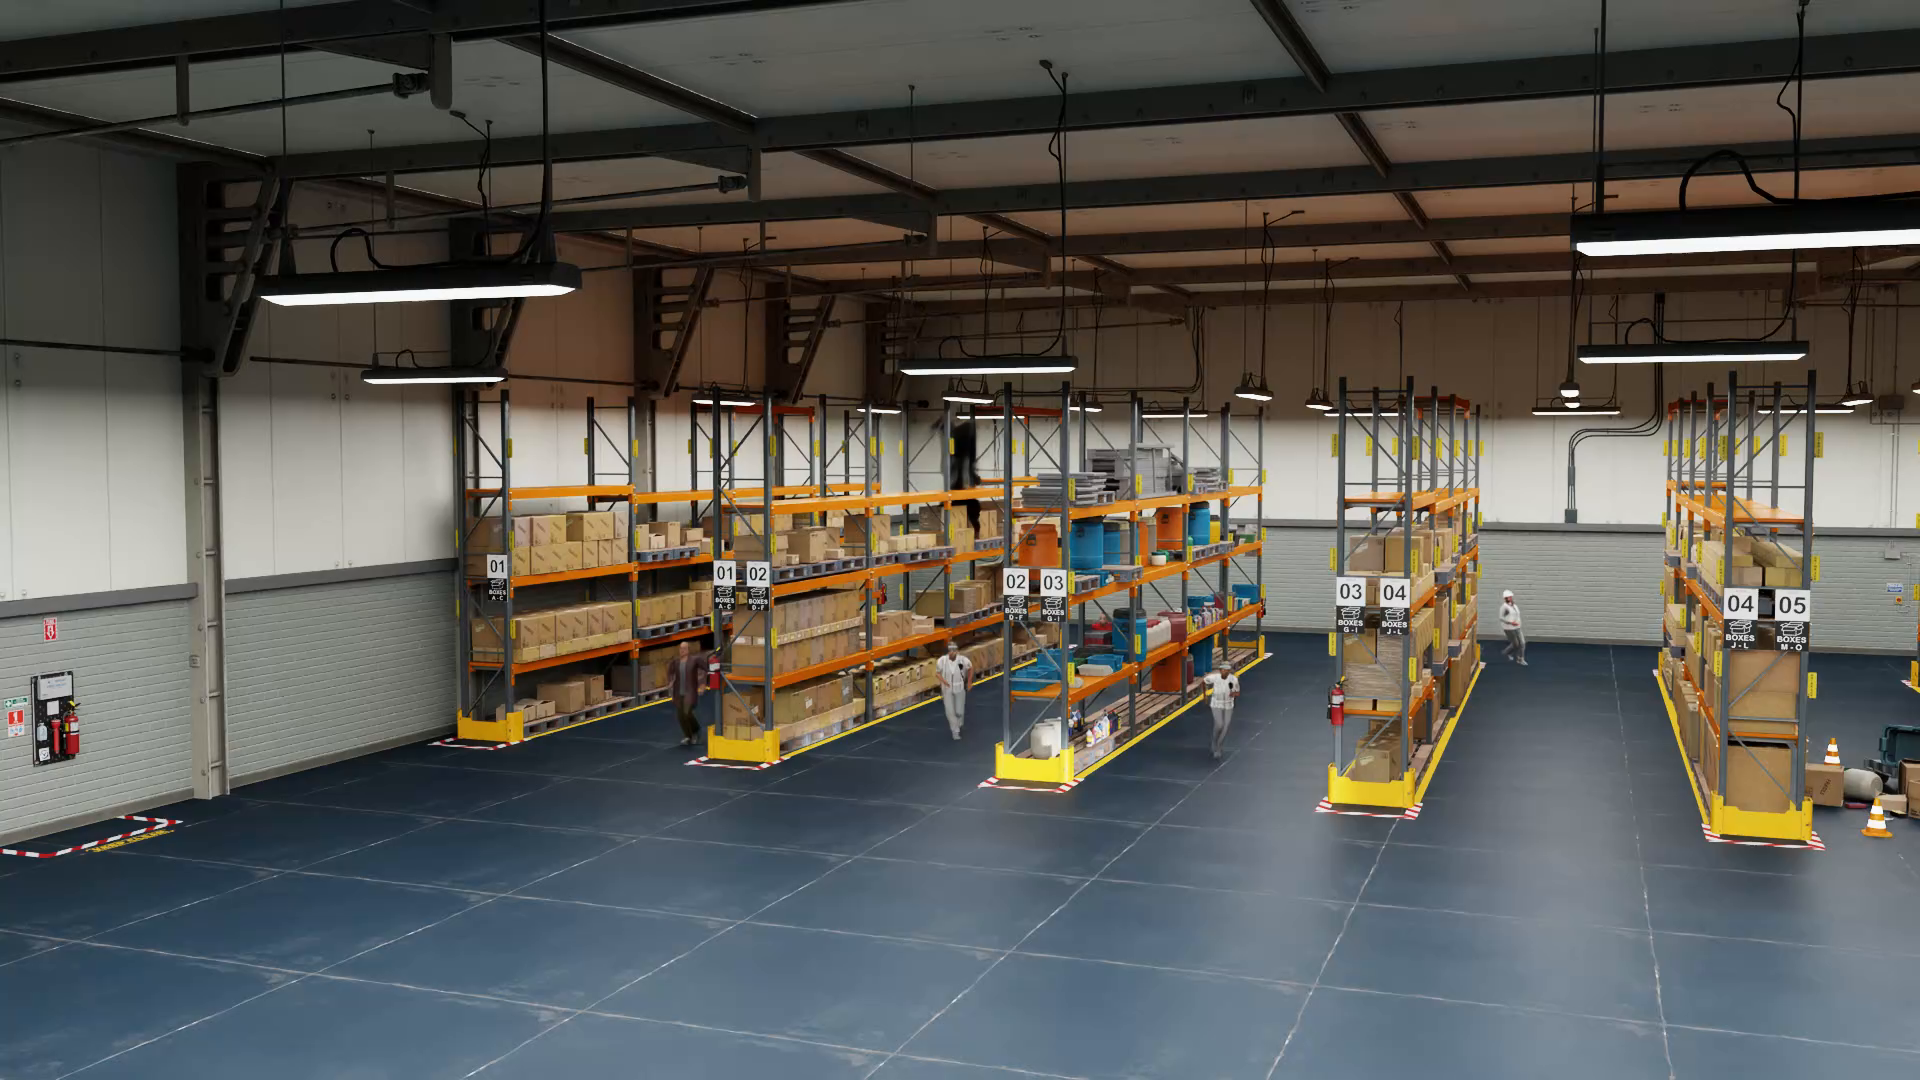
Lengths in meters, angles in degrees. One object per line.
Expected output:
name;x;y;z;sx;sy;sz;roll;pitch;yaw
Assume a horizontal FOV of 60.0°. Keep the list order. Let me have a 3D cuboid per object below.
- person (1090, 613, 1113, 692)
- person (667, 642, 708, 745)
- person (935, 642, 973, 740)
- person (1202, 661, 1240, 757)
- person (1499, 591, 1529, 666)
person;2.964;2.309;34.190;0.653;1.654;0.746;1;3;13
person;-4.606;2.590;27.966;0.728;1.759;0.677;1;3;15
person;-0.107;2.576;28.646;0.649;1.714;0.743;0;3;6
person;4.204;2.717;26.742;0.562;1.608;0.788;0;3;-6
person;12.734;2.032;38.477;0.678;1.738;0.704;-2;4;-33
